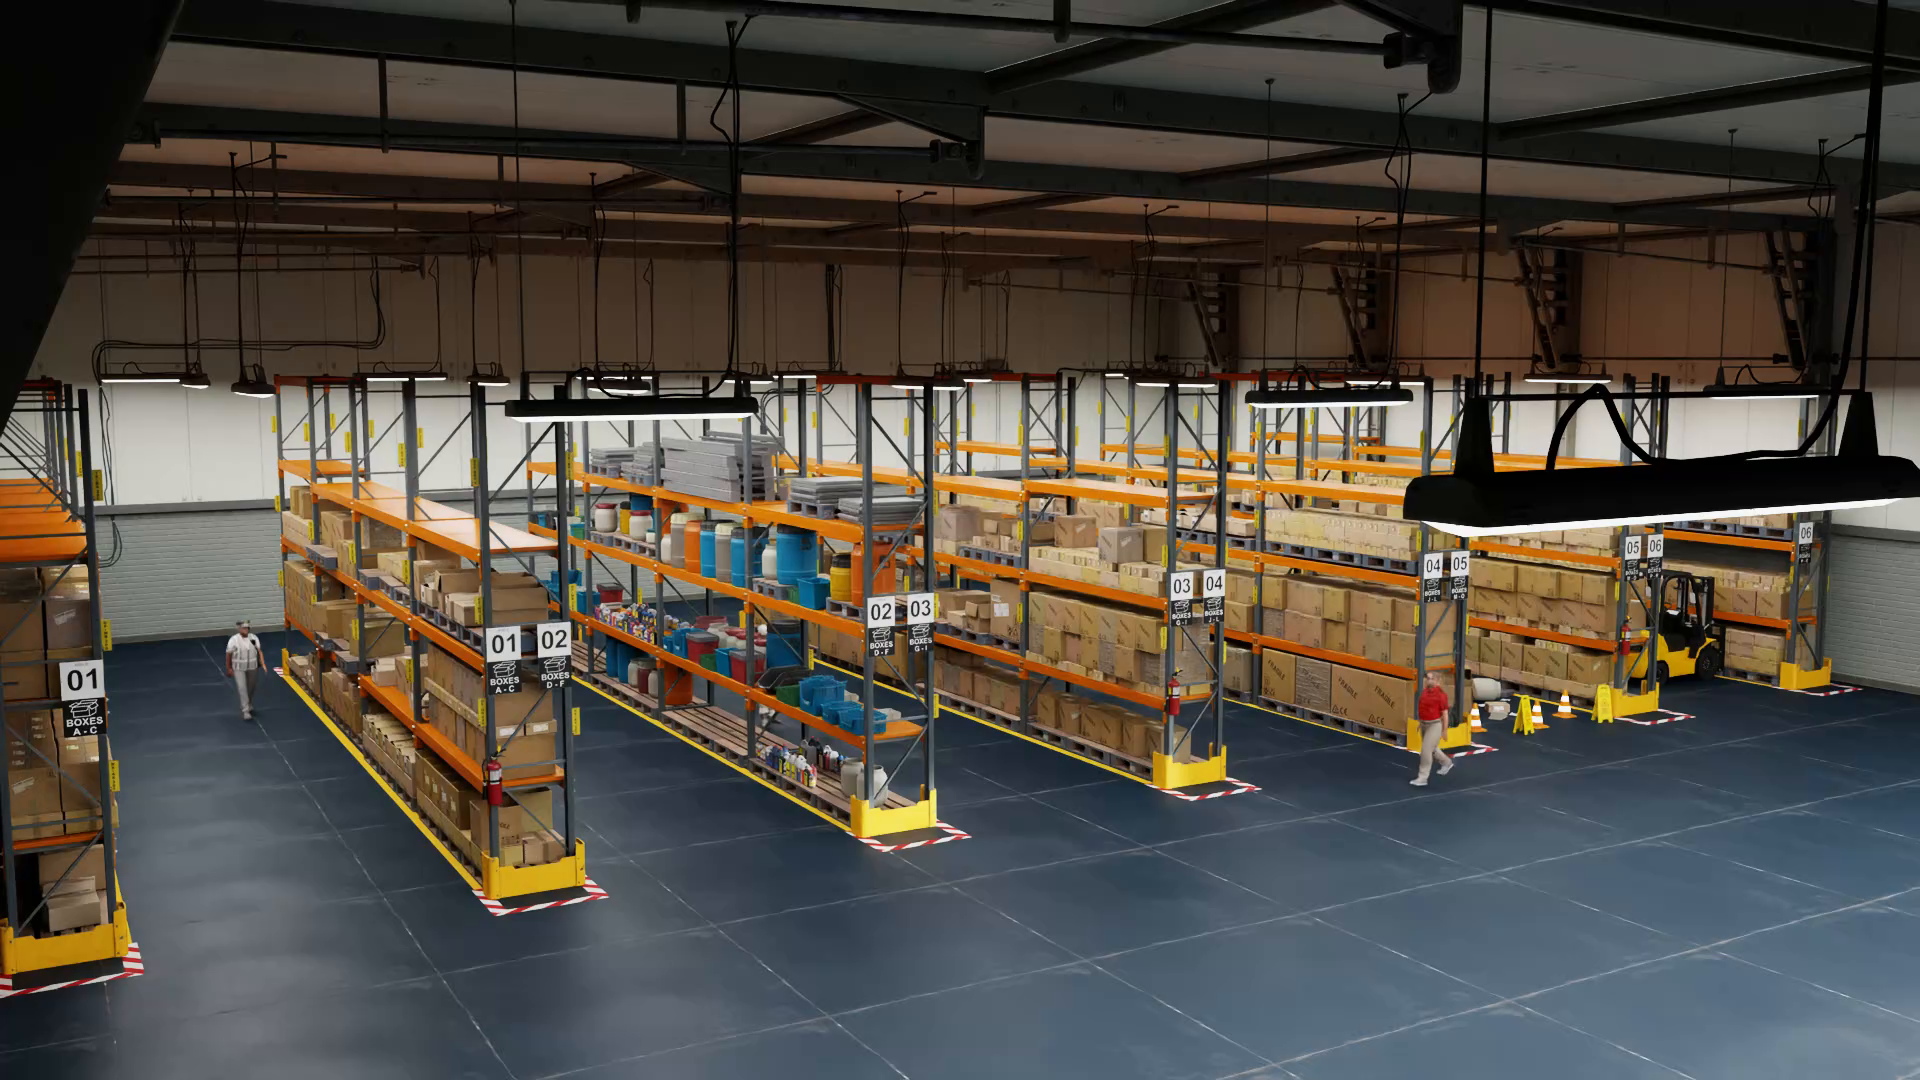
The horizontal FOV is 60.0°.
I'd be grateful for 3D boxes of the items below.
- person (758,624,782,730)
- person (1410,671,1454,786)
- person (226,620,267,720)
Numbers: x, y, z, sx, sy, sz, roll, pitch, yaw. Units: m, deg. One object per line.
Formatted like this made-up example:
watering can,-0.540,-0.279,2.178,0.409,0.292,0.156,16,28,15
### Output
person,-3.333,2.326,28.436,0.560,1.777,0.464,0,6,2
person,7.065,2.779,24.755,1.019,1.682,0.540,-3,7,-28
person,-12.614,2.252,29.394,0.636,1.696,1.067,-4,7,-33
